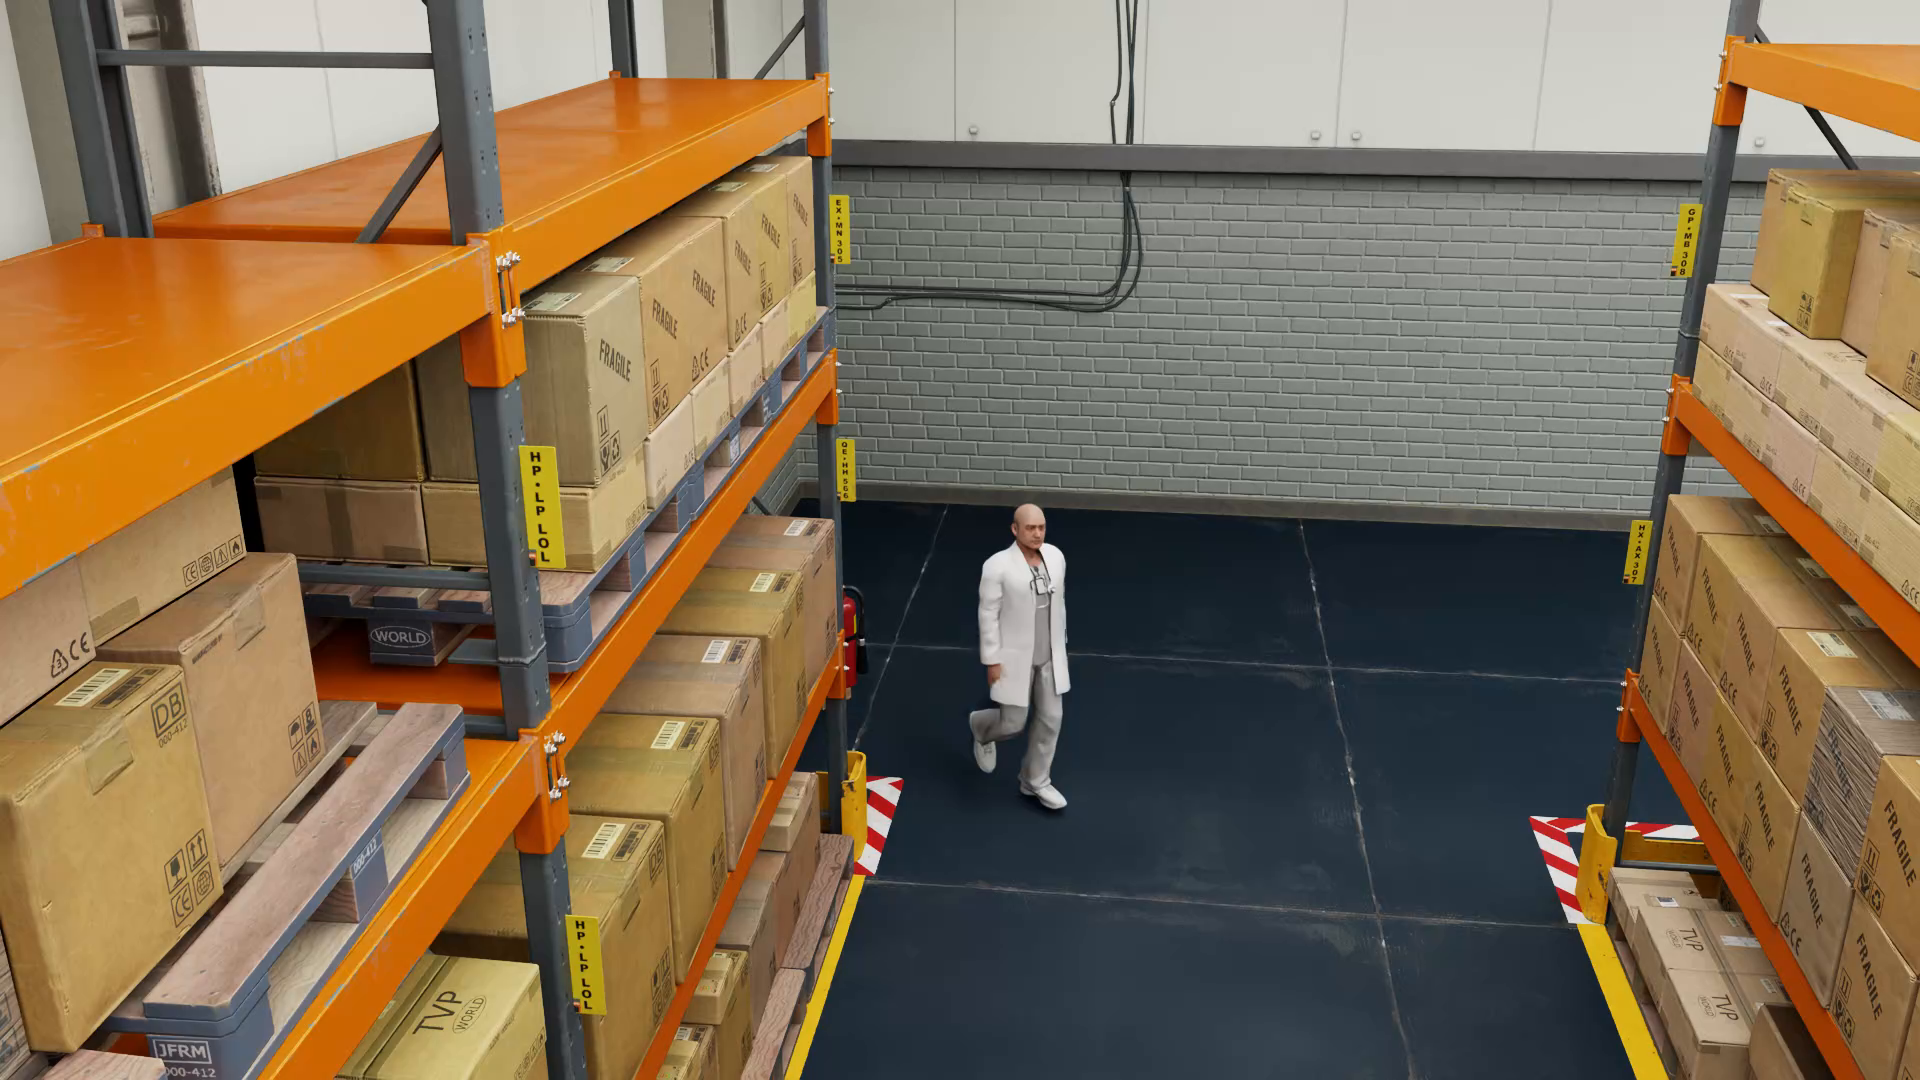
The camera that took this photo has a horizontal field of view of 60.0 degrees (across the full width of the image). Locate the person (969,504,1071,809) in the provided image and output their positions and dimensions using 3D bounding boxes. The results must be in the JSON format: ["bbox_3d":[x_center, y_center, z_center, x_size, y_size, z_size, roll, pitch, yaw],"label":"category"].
[{"bbox_3d":[0.346,0.622,9.418,0.580,1.756,0.765,-12,24,-29],"label":"person"}]
